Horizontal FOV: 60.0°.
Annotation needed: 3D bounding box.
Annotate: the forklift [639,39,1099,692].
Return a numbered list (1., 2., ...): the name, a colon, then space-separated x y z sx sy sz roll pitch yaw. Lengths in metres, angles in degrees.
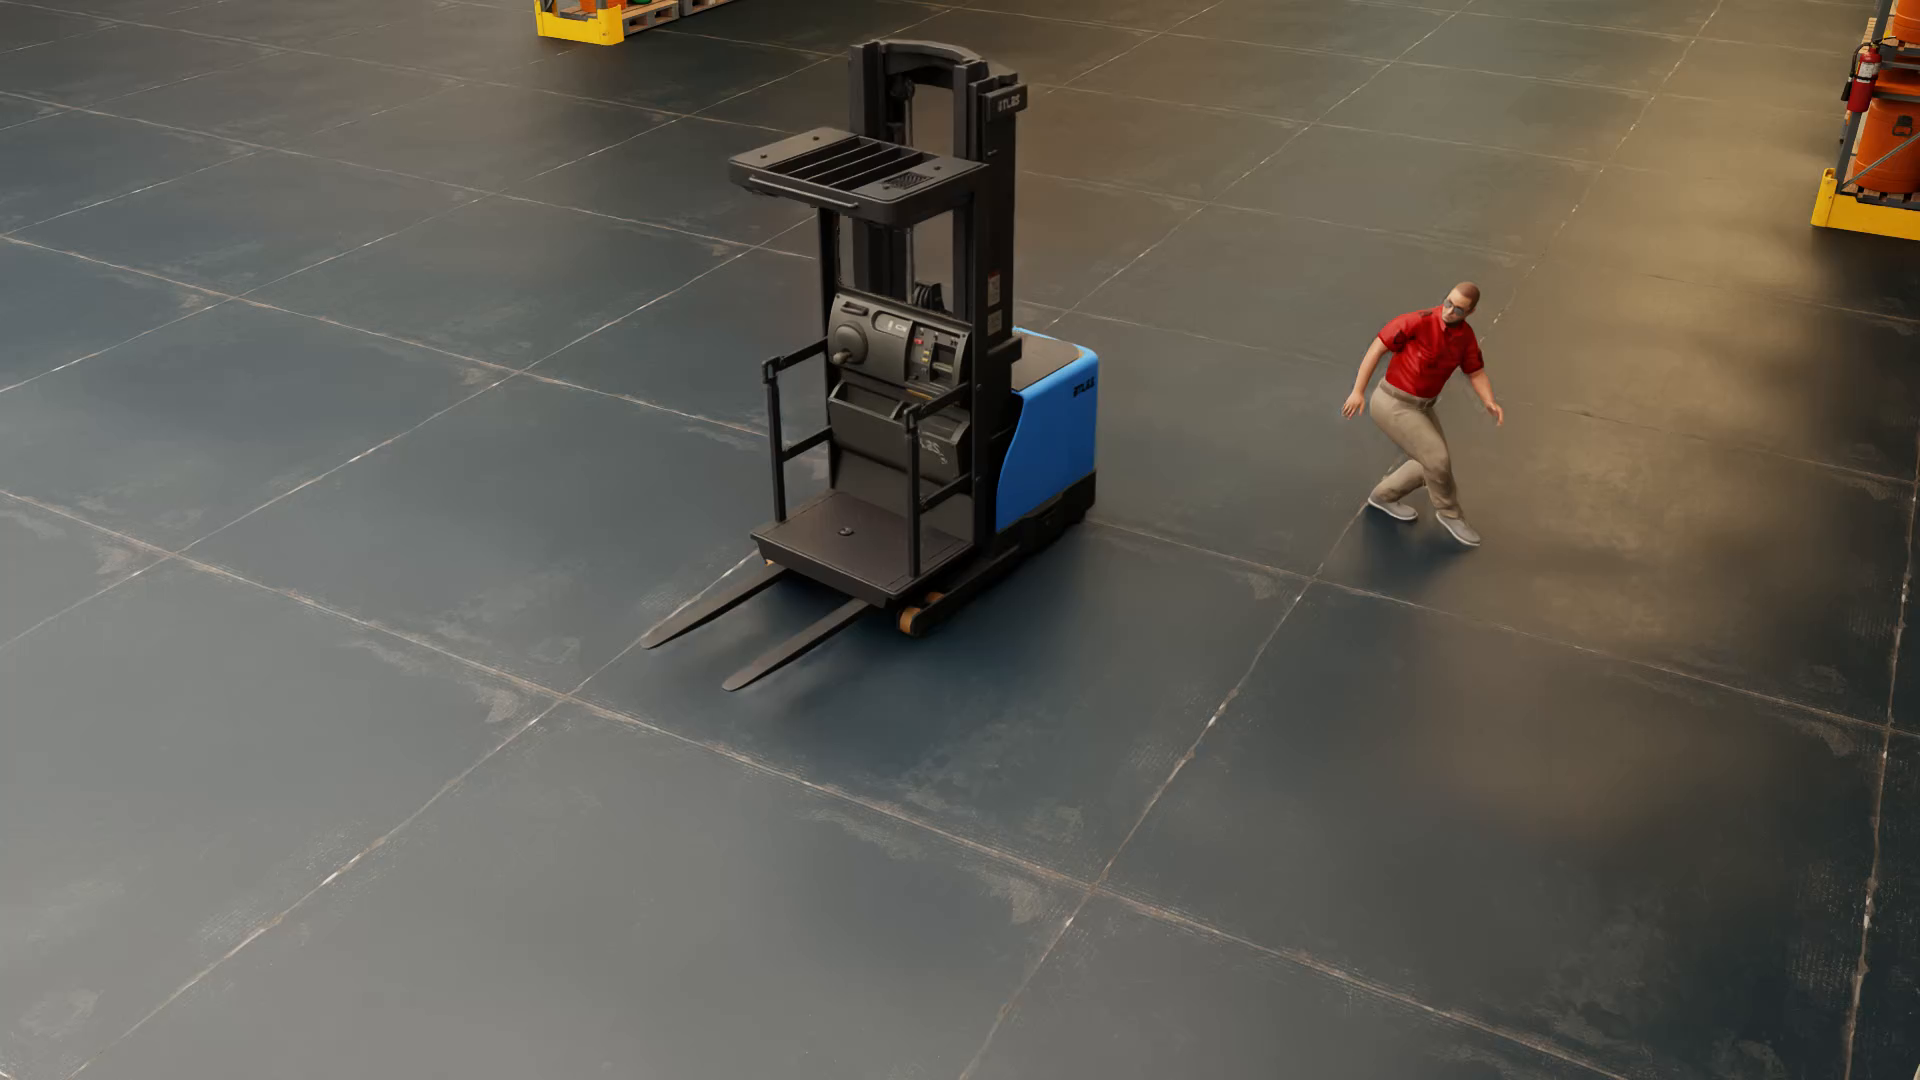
1. forklift: -0.470 -1.022 8.842 1.130 2.935 3.031 21 36 32

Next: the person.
1. person: 2.763 -0.729 9.718 0.777 1.573 0.792 -25 38 -36
